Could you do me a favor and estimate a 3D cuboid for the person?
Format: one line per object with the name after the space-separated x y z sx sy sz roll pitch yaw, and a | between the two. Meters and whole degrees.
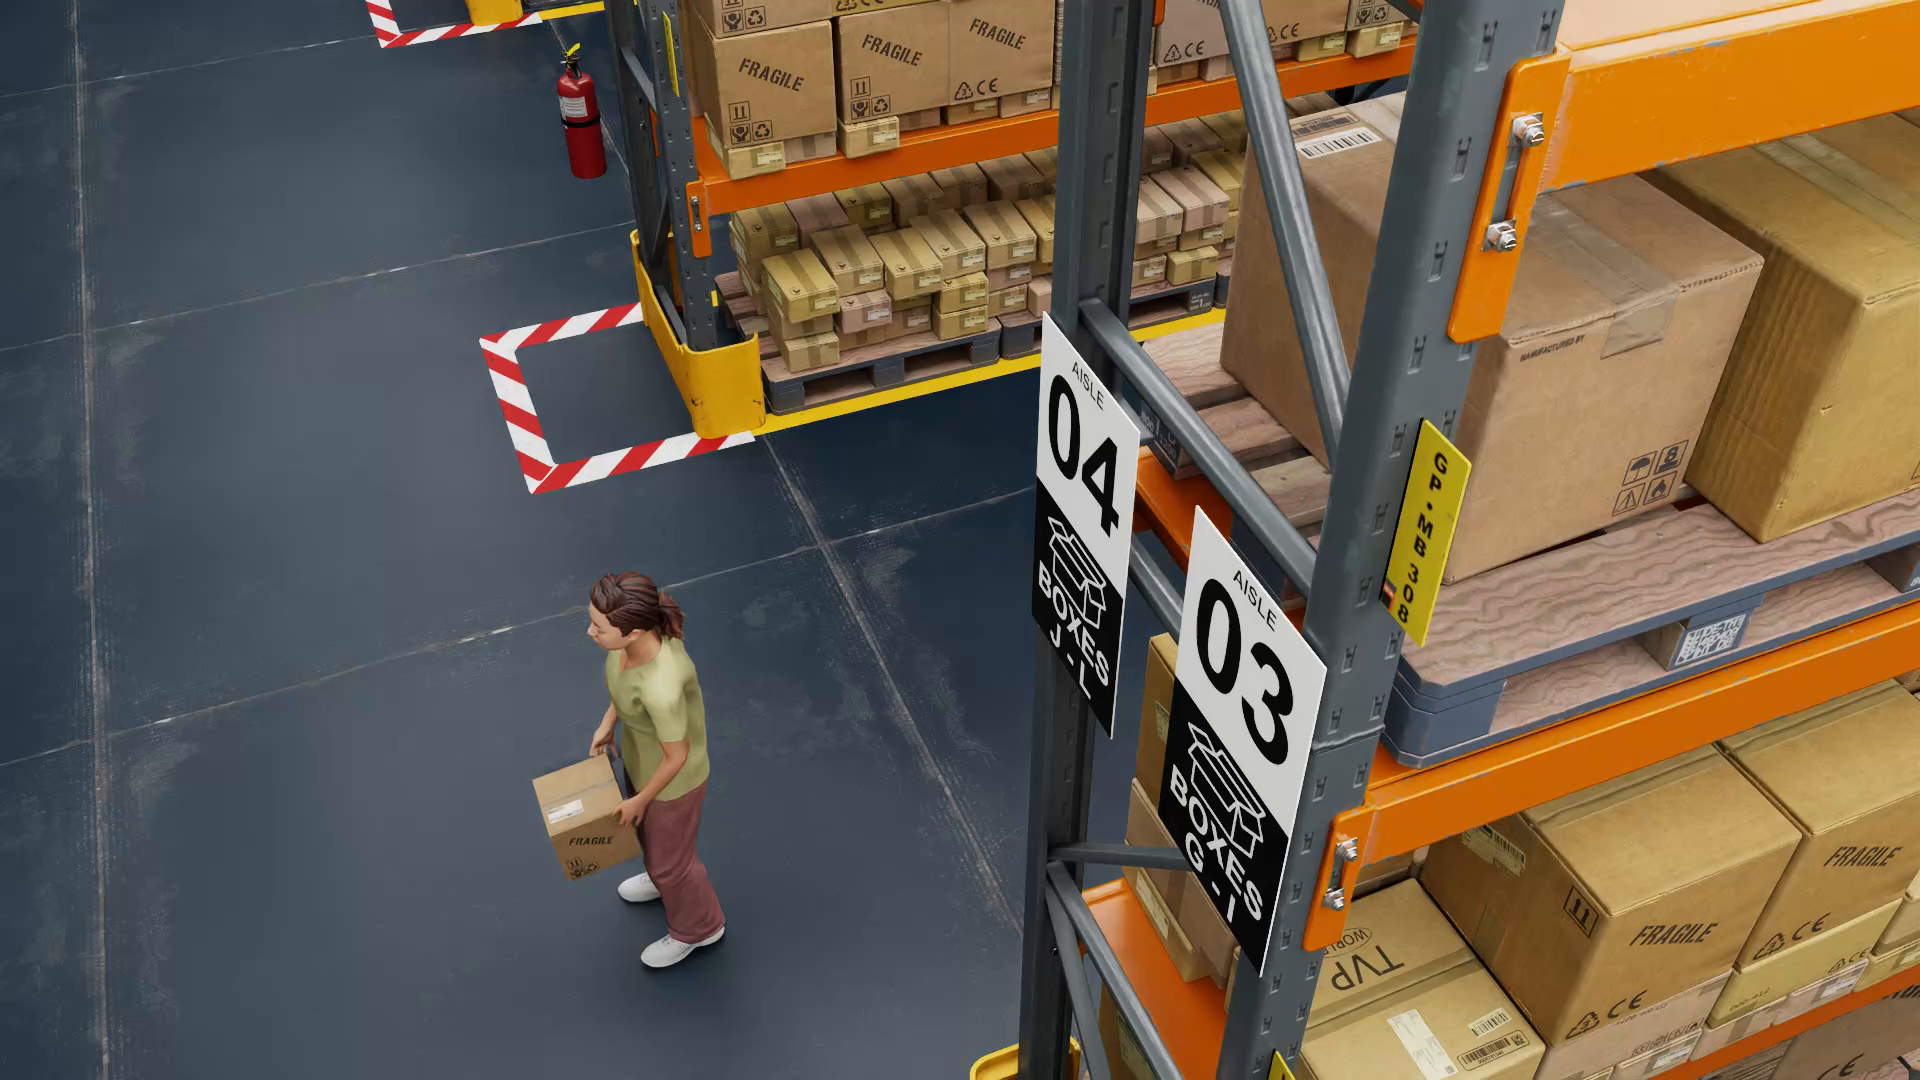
-0.981 0.730 5.345 0.366 1.676 0.475 -16 44 -17 | person
